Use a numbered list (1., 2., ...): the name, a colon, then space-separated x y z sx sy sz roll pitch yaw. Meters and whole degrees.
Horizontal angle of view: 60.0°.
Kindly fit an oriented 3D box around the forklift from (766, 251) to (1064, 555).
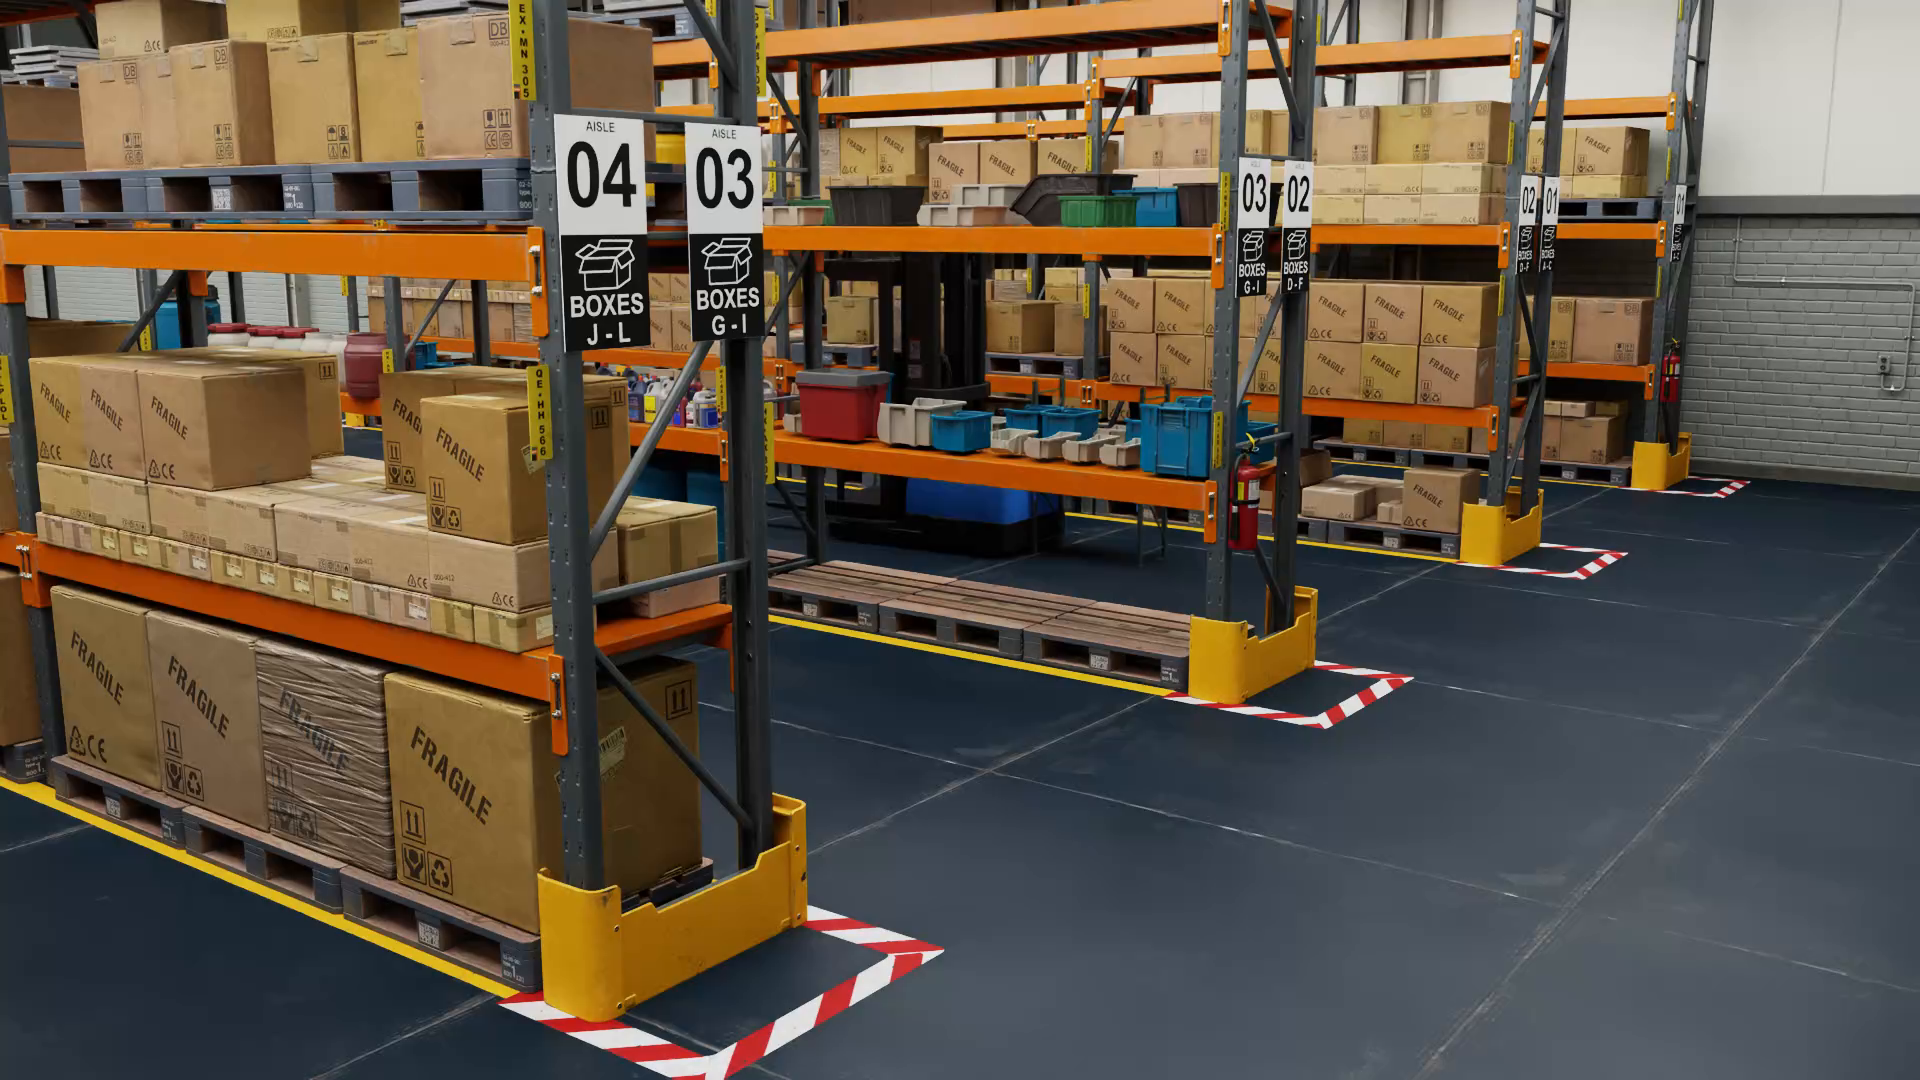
1. forklift: -0.586 -1.499 15.060 3.031 2.935 1.130 7 13 32

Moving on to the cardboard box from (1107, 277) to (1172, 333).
1. cardboard box: 1.746 -2.244 15.835 0.500 0.500 0.500 8 14 37

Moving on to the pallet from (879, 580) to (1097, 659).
1. pallet: 0.201 0.541 11.678 1.213 0.211 1.003 8 13 36

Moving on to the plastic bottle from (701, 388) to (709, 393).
1. plastic bottle: -2.079 -1.135 13.523 0.097 0.201 0.097 0 11 0

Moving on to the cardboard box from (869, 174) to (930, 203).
1. cardboard box: -0.489 -3.612 17.641 0.500 0.500 0.910 8 13 36

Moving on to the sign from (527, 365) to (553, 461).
1. sign: -1.442 -0.437 5.721 0.005 0.325 0.100 8 13 36

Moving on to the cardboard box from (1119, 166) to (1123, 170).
1. cardboard box: 2.121 -4.649 21.844 0.500 0.500 0.700 7 13 32

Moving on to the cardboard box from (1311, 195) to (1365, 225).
1. cardboard box: 3.380 -2.879 14.510 0.500 0.250 0.500 8 13 36

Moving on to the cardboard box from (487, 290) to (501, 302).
1. cardboard box: -5.884 -3.151 21.450 0.250 0.149 0.380 8 13 35

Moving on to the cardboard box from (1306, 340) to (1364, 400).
1. cardboard box: 3.416 -1.523 14.740 0.500 0.500 0.500 8 14 36

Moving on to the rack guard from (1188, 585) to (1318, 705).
1. rack guard: 1.849 0.636 10.428 0.348 0.500 1.175 8 13 36

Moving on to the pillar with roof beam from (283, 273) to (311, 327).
1. pillar with roof beam: -16.354 -7.597 30.607 0.548 9.000 9.100 8 13 36

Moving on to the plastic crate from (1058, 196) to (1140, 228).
1. plastic crate: 0.858 -2.028 10.276 0.336 0.188 0.450 8 13 36

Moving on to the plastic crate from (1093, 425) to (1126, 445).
1. plastic crate: 1.062 -0.695 11.263 0.298 0.136 0.250 8 13 36

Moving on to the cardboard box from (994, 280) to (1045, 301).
1. cardboard box: 0.853 -3.325 22.897 0.500 0.500 0.700 6 13 29

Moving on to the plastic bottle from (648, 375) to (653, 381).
1. plastic bottle: -2.560 -1.237 13.863 0.097 0.271 0.097 0 11 0

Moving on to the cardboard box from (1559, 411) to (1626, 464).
1. cardboard box: 7.063 -1.151 18.559 0.500 0.500 0.700 8 13 36

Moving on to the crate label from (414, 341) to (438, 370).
1. crate label: -5.267 -1.662 15.631 0.616 0.435 0.502 8 13 36

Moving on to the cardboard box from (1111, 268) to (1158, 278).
1. cardboard box: 2.290 -3.375 21.505 0.500 0.250 0.500 8 14 36

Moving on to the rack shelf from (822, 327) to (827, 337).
1. rack shelf: -0.374 -2.880 23.913 4.000 0.370 1.077 8 13 36

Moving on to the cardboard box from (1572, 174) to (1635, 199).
1. cardboard box: 6.939 -3.805 17.929 0.500 0.250 0.500 8 14 37

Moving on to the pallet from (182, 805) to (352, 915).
1. pallet: -2.780 1.320 7.652 1.213 0.211 1.003 8 13 36

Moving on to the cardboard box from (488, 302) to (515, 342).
1. cardboard box: -5.705 -2.856 21.630 0.500 0.500 0.700 8 13 35

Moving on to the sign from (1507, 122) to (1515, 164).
1. sign: 4.412 -3.175 13.315 0.005 0.325 0.100 8 13 36

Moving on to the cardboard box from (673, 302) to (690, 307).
1. cardboard box: -4.171 -3.626 26.218 0.500 0.250 0.500 8 13 35

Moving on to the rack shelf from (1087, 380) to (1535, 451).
1. rack shelf: 3.145 -1.222 15.342 4.000 0.370 1.077 8 13 36

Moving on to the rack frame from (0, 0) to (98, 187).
1. rack frame: -4.334 -3.229 8.029 0.127 3.000 1.000 8 13 36

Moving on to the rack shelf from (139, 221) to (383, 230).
1. rack shelf: -6.238 -2.836 15.789 4.000 0.370 1.077 8 13 36

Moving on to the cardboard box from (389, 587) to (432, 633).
1. cardboard box: -2.005 0.242 6.542 0.250 0.149 0.380 8 14 36

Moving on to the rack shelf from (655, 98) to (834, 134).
1. rack shelf: -3.303 -4.870 19.459 4.000 0.370 1.077 8 13 36

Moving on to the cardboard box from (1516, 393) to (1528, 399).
1. cardboard box: 6.466 -1.600 19.170 0.250 0.149 0.380 8 14 36

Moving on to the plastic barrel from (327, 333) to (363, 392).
1. plastic barrel: -5.582 -1.630 15.261 0.421 0.512 0.421 0 11 0

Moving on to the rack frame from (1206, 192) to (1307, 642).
1. rack frame: 1.822 -0.592 10.194 0.127 3.000 1.000 8 13 36

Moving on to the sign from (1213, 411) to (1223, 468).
1. sign: 1.509 -0.586 9.734 0.005 0.325 0.100 8 13 36

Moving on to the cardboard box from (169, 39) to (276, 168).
1. cardboard box: -2.899 -1.840 7.116 0.500 0.500 0.700 9 14 38

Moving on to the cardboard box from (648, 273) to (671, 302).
1. cardboard box: -4.611 -4.055 26.463 0.500 0.500 0.500 8 14 36

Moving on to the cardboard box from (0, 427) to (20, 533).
1. cardboard box: -4.872 -0.344 8.645 0.500 0.500 0.500 8 14 36

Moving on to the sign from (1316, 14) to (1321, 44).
1. sign: 4.151 -5.917 19.256 0.005 0.325 0.100 8 13 36

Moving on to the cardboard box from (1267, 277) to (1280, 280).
1. cardboard box: 2.914 -2.209 15.654 0.500 0.500 0.500 8 14 36

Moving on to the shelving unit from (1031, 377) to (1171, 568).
1. shelving unit: 1.191 -0.595 14.155 1.048 1.500 0.538 7 13 33

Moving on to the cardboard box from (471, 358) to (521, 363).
1. cardboard box: -6.314 -2.192 22.622 0.500 0.500 0.500 8 13 36

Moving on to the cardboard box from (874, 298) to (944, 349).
1. cardboard box: -0.493 -2.319 17.752 0.700 0.500 0.500 -10 15 -42

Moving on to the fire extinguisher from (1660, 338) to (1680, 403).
1. fire extinguisher: 7.535 -1.800 17.624 0.183 0.674 0.296 8 13 36

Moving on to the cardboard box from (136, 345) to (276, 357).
1. cardboard box: -3.805 -0.714 8.458 0.500 0.500 0.500 8 14 37

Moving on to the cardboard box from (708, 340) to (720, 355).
1. cardboard box: -2.752 -2.261 19.481 0.250 0.149 0.380 9 14 40

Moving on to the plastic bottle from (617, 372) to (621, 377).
1. plastic bottle: -2.906 -1.281 14.059 0.133 0.283 0.061 8 13 36

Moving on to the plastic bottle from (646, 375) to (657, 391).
1. plastic bottle: -2.400 -1.114 13.020 0.185 0.351 0.144 8 13 36

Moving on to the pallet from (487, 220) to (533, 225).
1. pallet: -3.008 -2.622 13.286 1.213 0.211 1.003 8 13 36

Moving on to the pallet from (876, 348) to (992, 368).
1. pallet: -0.121 -1.937 17.652 1.213 0.211 1.003 8 13 36

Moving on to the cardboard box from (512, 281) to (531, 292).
1. cardboard box: -5.276 -3.434 21.205 0.500 0.500 0.700 8 14 36

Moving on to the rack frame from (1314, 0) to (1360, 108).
1. rack frame: 4.462 -5.504 19.788 0.127 3.000 1.000 8 13 36

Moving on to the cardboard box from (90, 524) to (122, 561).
1. cardboard box: -3.868 -0.017 7.883 0.250 0.149 0.380 8 14 37

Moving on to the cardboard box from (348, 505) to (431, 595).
1. cardboard box: -2.066 0.023 6.627 0.500 0.250 0.500 8 13 35

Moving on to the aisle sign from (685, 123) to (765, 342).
1. aisle sign: -0.874 -1.148 6.223 0.004 0.787 0.394 8 13 36

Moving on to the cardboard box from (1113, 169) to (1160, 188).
1. cardboard box: 1.778 -3.352 15.639 0.500 0.250 0.500 8 13 36

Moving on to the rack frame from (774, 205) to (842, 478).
1. rack frame: -1.691 -2.250 18.761 0.127 3.000 1.000 8 13 36
